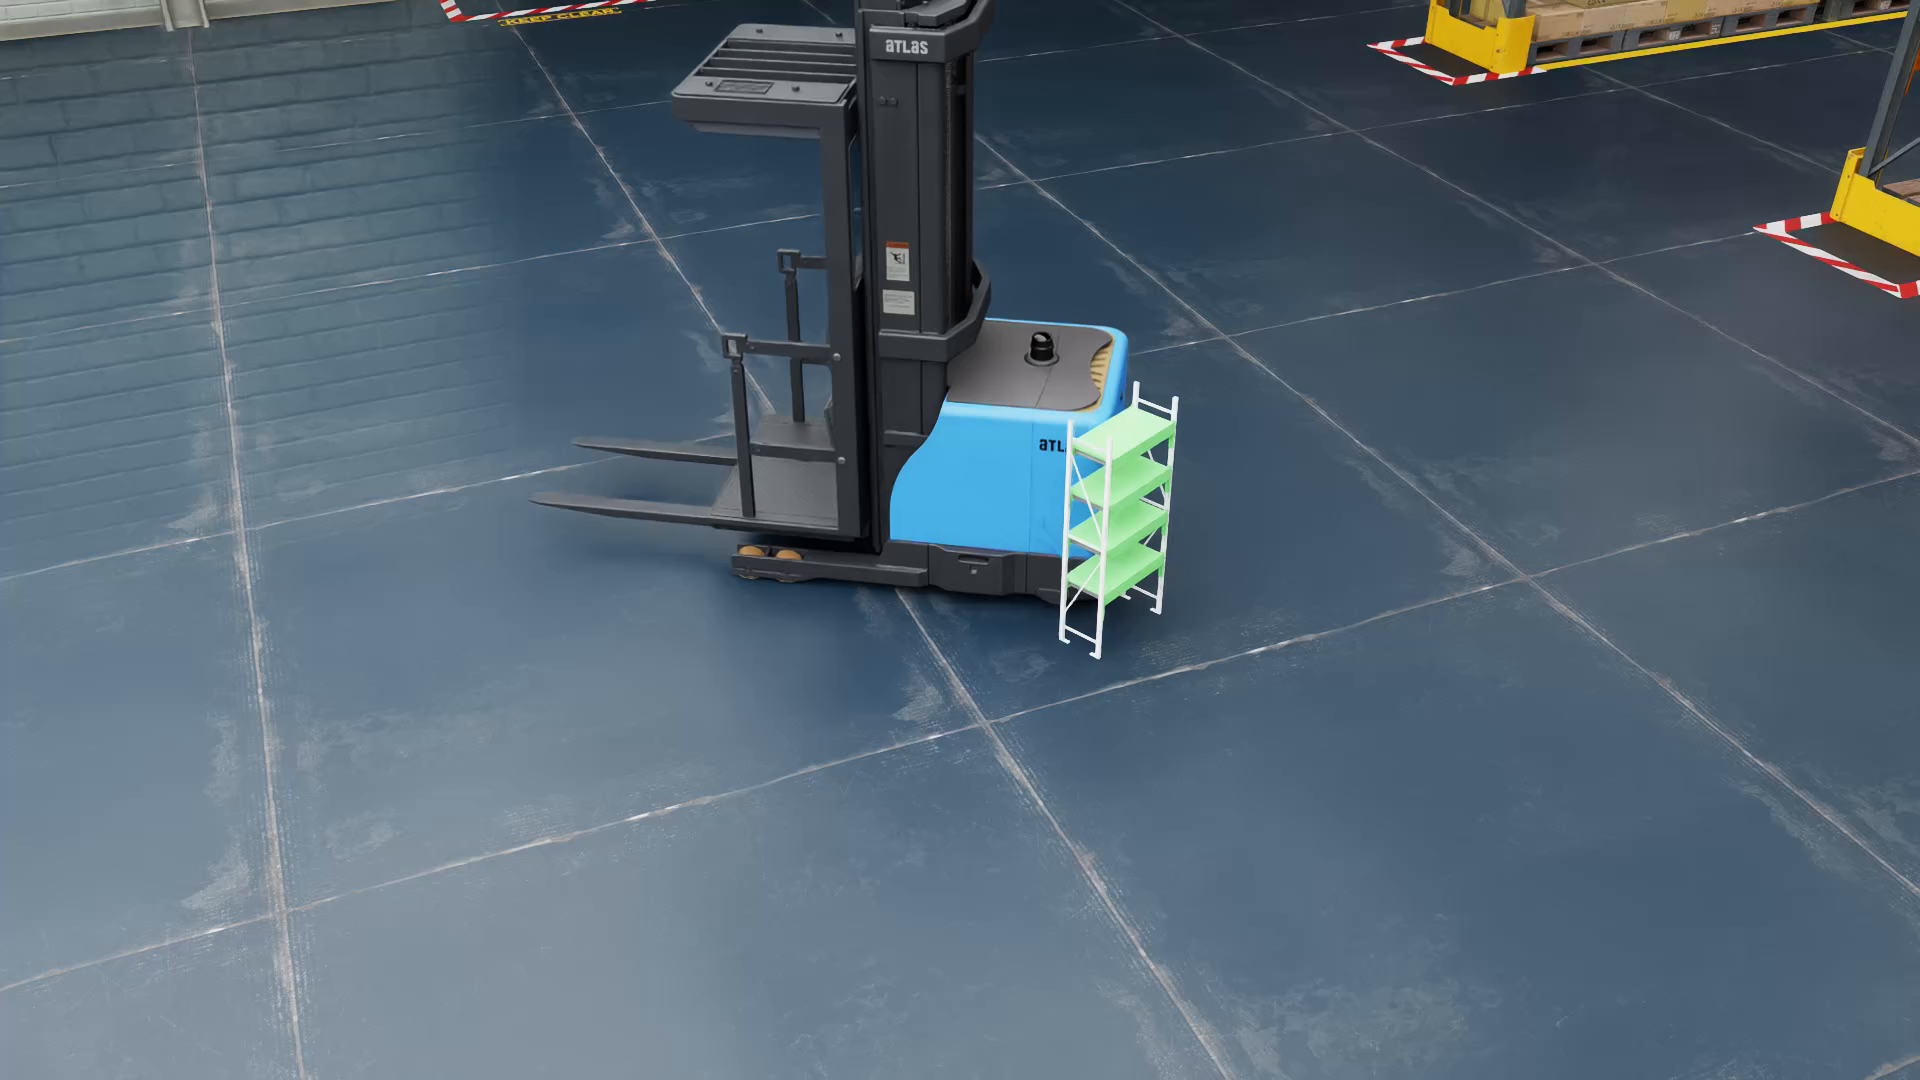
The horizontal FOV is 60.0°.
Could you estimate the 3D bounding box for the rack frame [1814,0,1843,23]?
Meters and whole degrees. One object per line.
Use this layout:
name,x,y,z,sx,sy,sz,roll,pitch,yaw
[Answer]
rack frame,8.611,-6.736,16.352,0.127,3.000,1.000,-13,35,-19

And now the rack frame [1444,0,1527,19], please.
rack frame,4.923,-5.892,15.054,0.127,3.000,1.000,-13,35,-19

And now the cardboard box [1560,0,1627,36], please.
cardboard box,5.963,-5.024,15.857,0.500,0.250,0.500,-13,35,-19

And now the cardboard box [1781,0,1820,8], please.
cardboard box,8.268,-5.552,16.668,0.500,0.250,0.500,-13,35,-19

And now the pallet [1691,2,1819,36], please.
pallet,7.862,-5.421,16.887,1.213,0.211,1.003,-13,35,-19

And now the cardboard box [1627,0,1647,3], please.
cardboard box,6.420,-5.449,15.823,0.500,0.500,0.500,-13,35,-19

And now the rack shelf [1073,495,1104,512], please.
rack shelf,0.735,-0.256,7.667,0.199,0.029,0.442,26,41,34

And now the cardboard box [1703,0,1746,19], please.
cardboard box,7.348,-5.338,16.340,0.500,0.250,0.500,-13,35,-19

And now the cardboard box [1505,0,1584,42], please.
cardboard box,5.504,-4.916,15.692,0.500,0.250,0.500,-13,35,-19

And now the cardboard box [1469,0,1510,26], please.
cardboard box,5.303,-5.177,16.092,0.500,0.250,0.500,-13,35,-19

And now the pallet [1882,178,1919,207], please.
pallet,7.640,-2.440,12.306,1.213,0.211,1.003,-13,35,-19

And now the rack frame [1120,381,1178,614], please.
rack frame,0.897,-0.183,7.932,0.240,1.200,0.015,26,41,34

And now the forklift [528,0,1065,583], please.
forklift,-0.702,-1.291,8.046,3.031,2.935,1.121,5,33,8

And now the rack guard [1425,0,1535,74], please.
rack guard,4.901,-4.839,15.728,0.348,0.500,1.175,-13,35,-19

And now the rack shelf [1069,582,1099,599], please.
rack shelf,0.735,0.147,7.929,0.199,0.029,0.442,26,41,34

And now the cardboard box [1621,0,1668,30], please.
cardboard box,6.425,-5.129,16.019,0.500,0.250,0.500,-13,35,-19

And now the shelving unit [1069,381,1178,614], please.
shelving unit,0.738,-0.086,7.782,0.258,1.200,0.492,26,41,34

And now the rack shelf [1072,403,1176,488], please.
rack shelf,0.735,-0.433,7.552,0.258,0.148,0.480,26,41,34

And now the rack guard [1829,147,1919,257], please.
rack guard,6.889,-2.392,11.968,0.348,0.500,1.175,-13,35,-19

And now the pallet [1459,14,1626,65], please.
pallet,5.612,-4.905,16.095,1.213,0.211,1.003,-13,35,-19

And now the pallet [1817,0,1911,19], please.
pallet,9.276,-5.743,17.382,1.213,0.211,1.003,-13,35,-19

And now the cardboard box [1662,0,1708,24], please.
cardboard box,6.888,-5.232,16.177,0.500,0.250,0.500,-13,35,-19

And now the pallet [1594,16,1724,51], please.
pallet,6.735,-5.161,16.488,1.213,0.211,1.003,-13,35,-19

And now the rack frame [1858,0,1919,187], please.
rack frame,6.837,-3.400,11.225,0.127,3.000,1.000,-13,35,-19
